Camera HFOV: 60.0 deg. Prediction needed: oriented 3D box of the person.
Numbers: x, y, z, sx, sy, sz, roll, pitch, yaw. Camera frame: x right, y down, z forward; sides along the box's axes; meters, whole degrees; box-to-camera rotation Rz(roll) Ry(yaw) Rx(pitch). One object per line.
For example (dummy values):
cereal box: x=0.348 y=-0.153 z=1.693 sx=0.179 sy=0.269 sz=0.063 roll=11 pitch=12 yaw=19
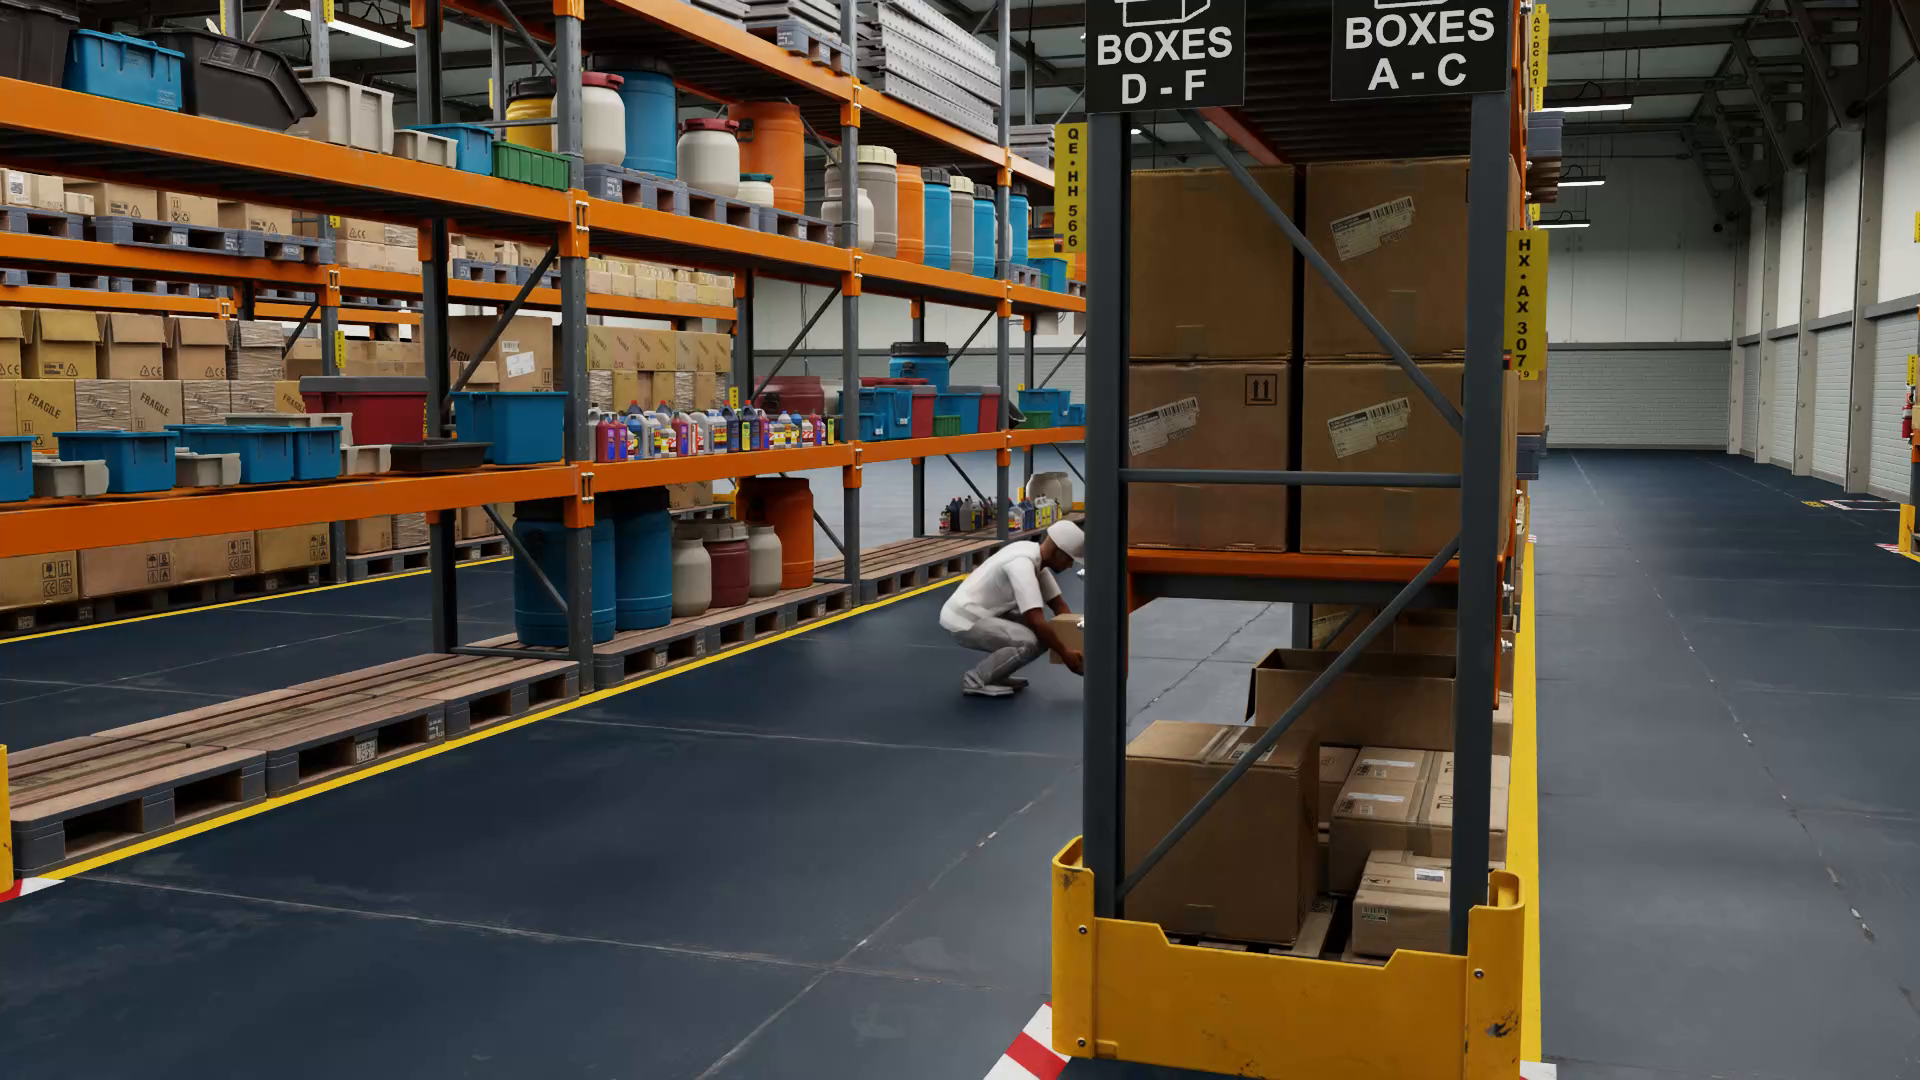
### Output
person: x=0.345 y=0.381 z=9.474 sx=0.889 sy=0.998 sz=0.584 roll=2 pitch=5 yaw=19
